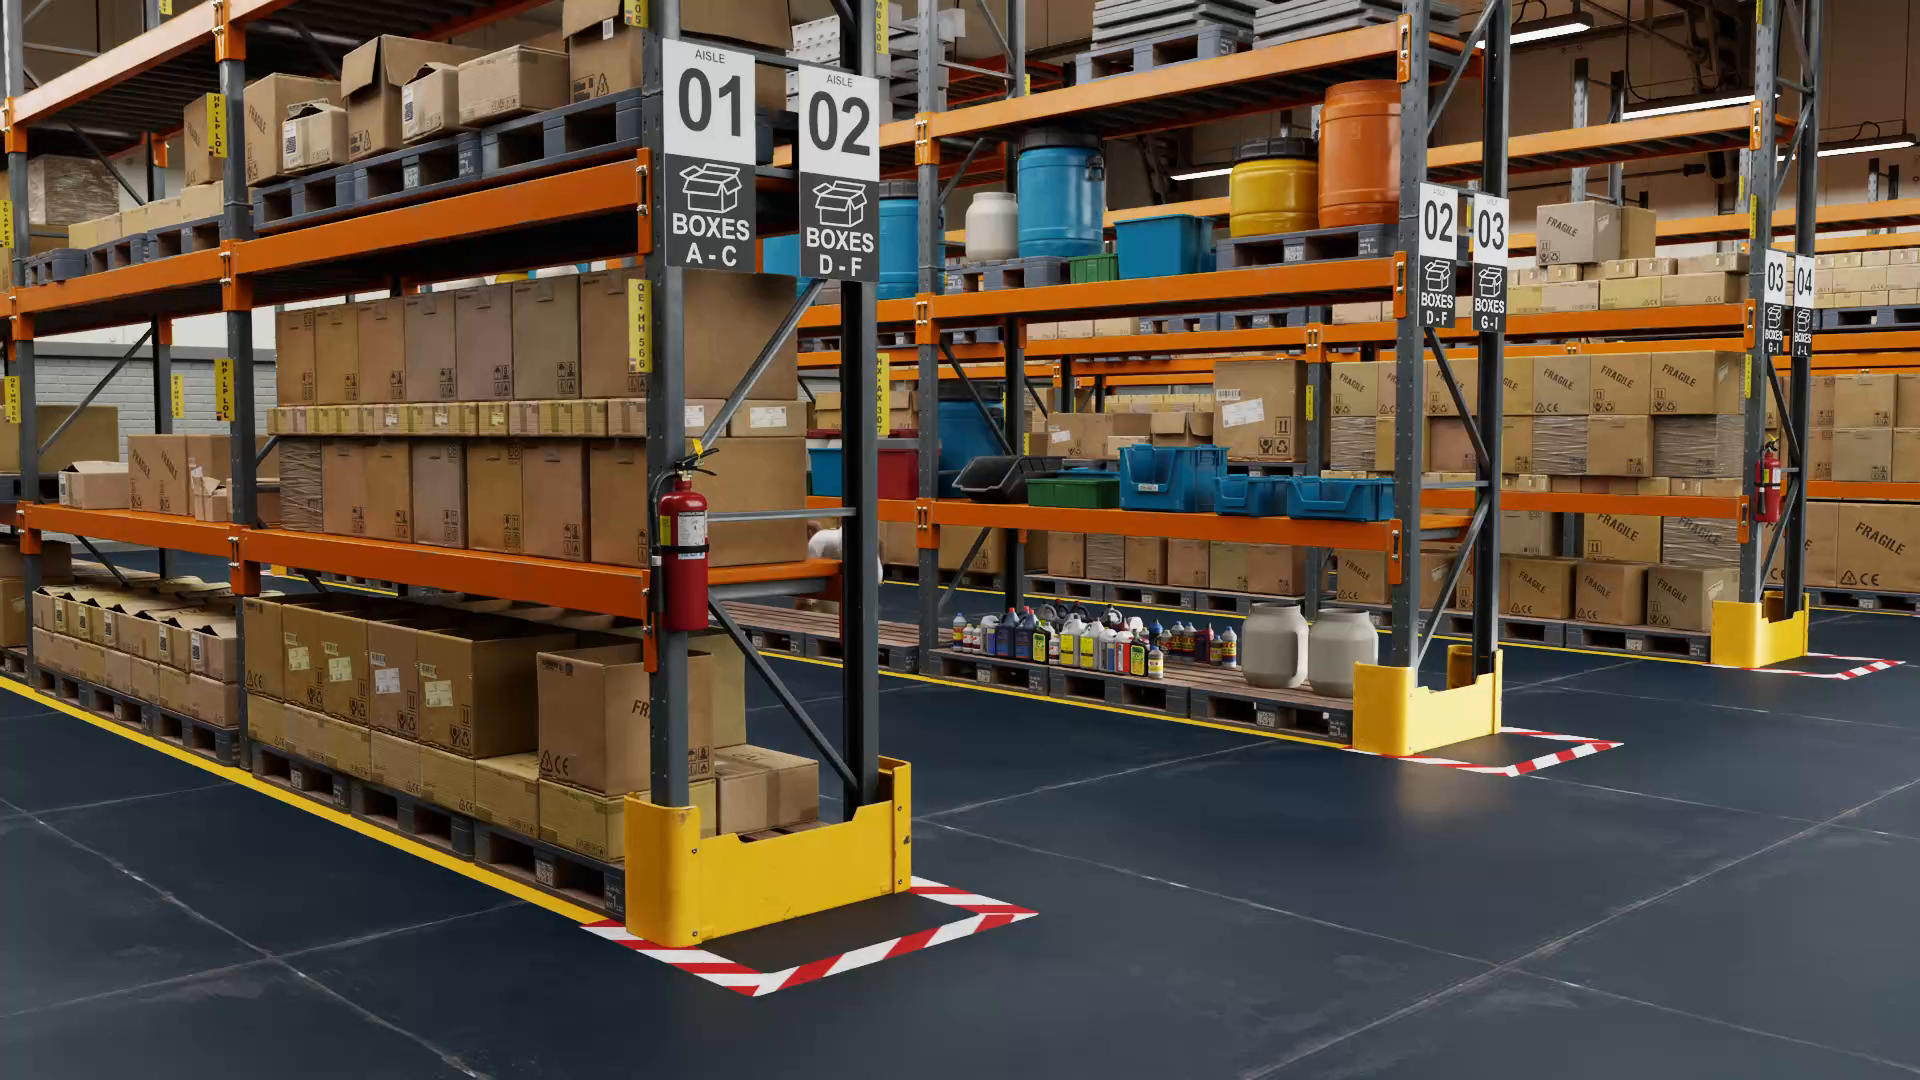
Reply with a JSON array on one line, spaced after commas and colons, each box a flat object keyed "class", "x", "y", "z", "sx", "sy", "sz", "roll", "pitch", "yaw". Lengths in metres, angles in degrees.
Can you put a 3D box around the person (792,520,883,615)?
[{"class": "person", "x": -1.101, "y": 0.329, "z": 15.141, "sx": 0.610, "sy": 1.002, "sz": 0.903, "roll": -4, "pitch": 5, "yaw": -44}]
